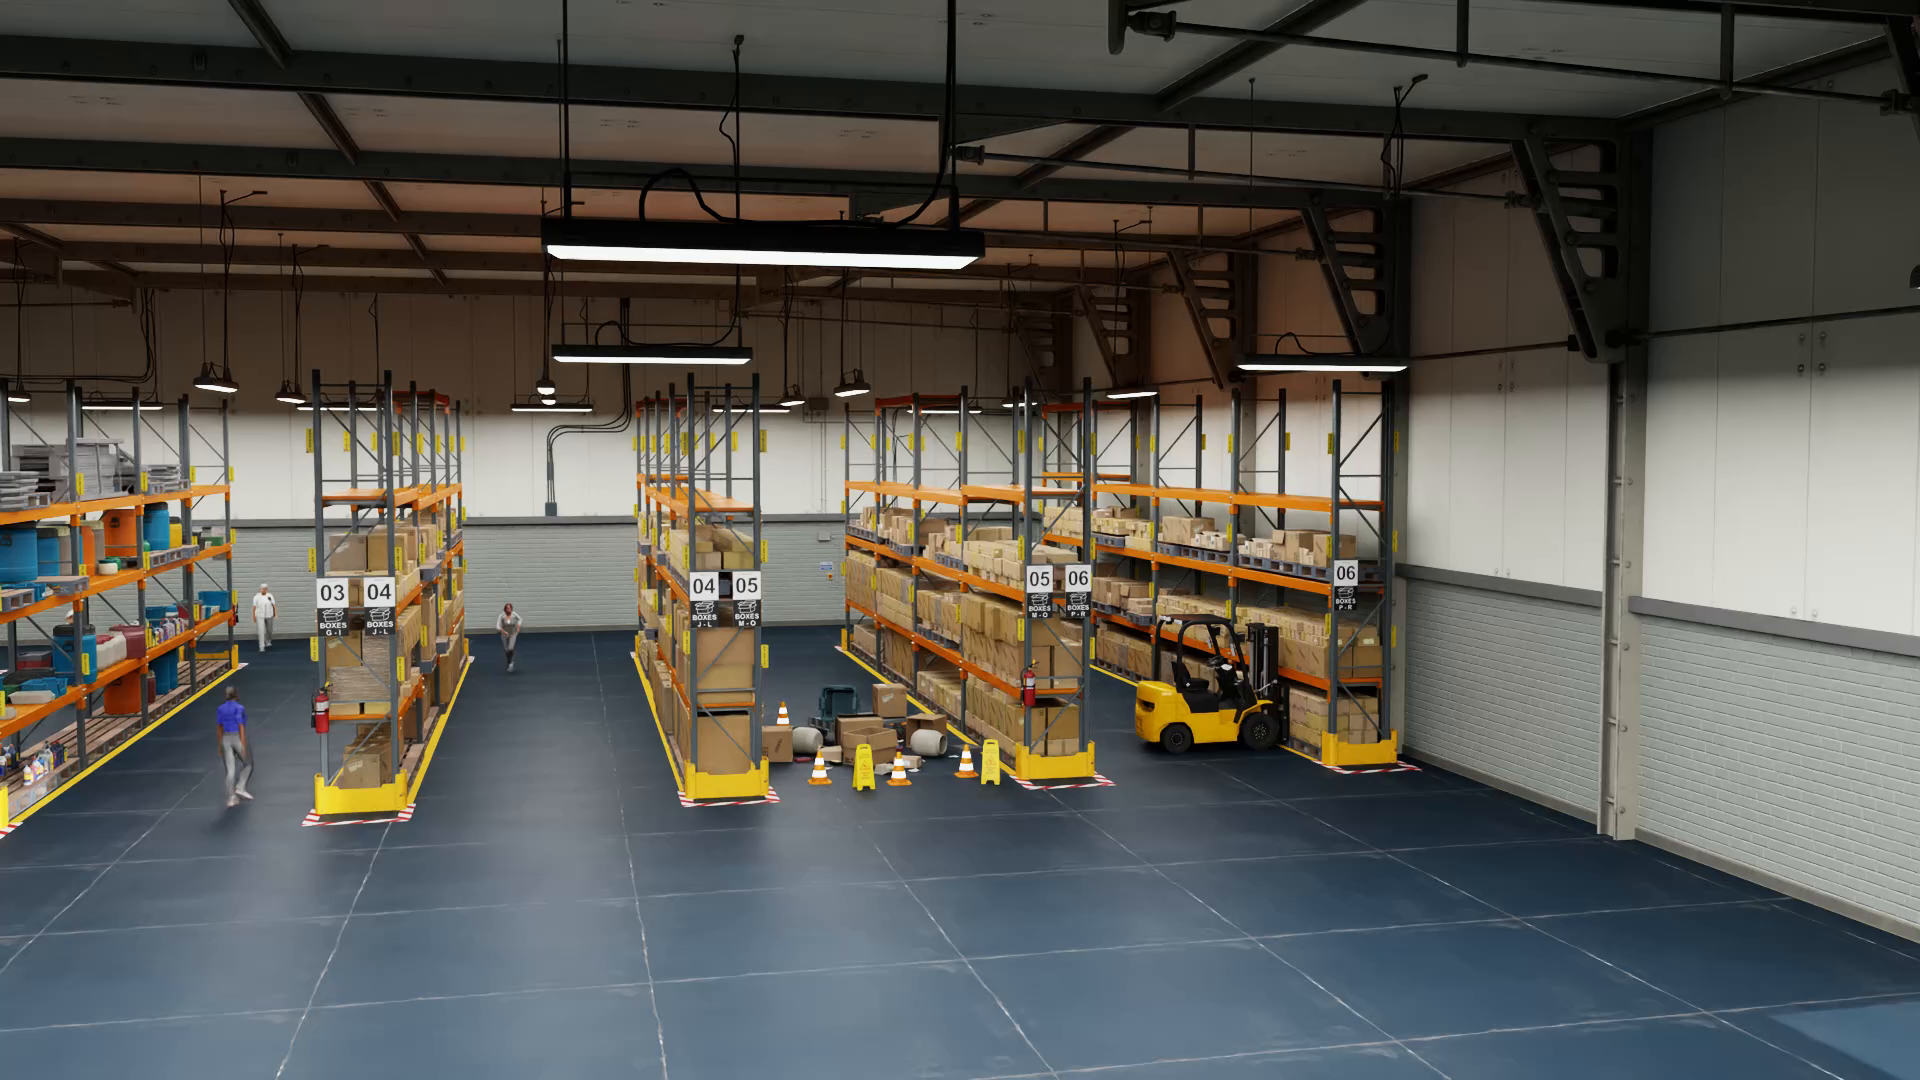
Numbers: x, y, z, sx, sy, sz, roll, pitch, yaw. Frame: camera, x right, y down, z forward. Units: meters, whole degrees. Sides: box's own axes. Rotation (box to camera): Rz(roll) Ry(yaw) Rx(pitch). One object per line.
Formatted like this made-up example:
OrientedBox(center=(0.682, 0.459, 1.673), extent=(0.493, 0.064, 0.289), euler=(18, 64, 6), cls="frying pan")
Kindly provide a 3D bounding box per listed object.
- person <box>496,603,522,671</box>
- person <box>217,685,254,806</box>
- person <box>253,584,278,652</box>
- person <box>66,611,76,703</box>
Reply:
OrientedBox(center=(-9.890, 2.120, 36.486), extent=(0.502, 1.515, 0.786), euler=(0, 3, -4), cls="person")
OrientedBox(center=(-10.050, 2.843, 23.024), extent=(0.507, 1.646, 0.456), euler=(0, 3, -4), cls="person")
OrientedBox(center=(-16.804, 1.853, 40.217), extent=(0.549, 1.611, 1.000), euler=(-2, 4, -29), cls="person")
OrientedBox(center=(-17.221, 2.236, 32.182), extent=(0.479, 1.730, 1.011), euler=(0, 3, -8), cls="person")
